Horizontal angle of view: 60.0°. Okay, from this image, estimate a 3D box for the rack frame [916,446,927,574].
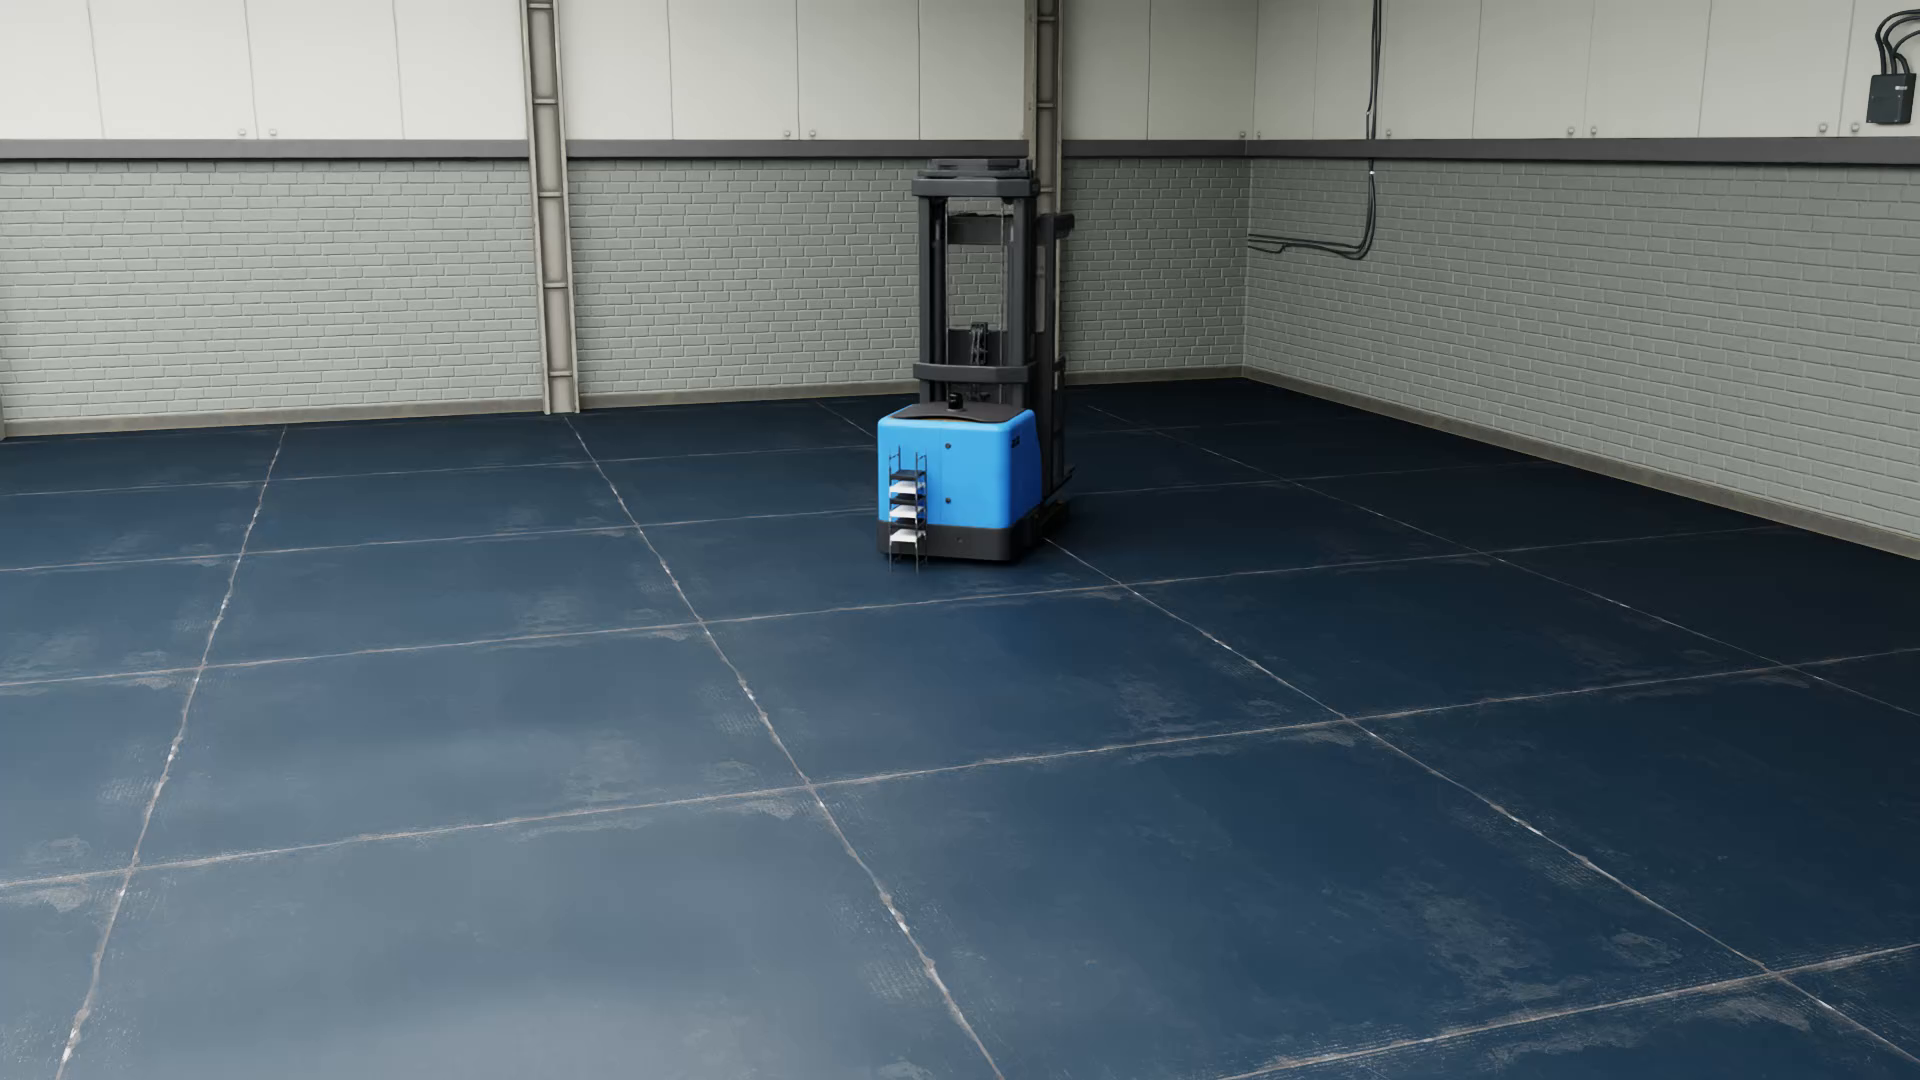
[{"bbox_3d":[-0.281,-0.218,12.112,0.006,0.900,0.240,4,14,16],"label":"rack frame"}]

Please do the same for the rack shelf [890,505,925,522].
[{"bbox_3d":[-0.378,-0.192,12.148,0.200,0.077,0.258,4,14,16],"label":"rack shelf"}]

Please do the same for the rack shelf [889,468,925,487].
[{"bbox_3d":[-0.378,-0.455,12.085,0.200,0.077,0.258,4,14,16],"label":"rack shelf"}]

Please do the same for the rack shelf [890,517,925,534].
[{"bbox_3d":[-0.378,-0.104,12.169,0.200,0.077,0.258,4,14,16],"label":"rack shelf"}]

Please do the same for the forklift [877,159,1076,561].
[{"bbox_3d":[0.285,-1.568,13.402,1.130,2.935,3.031,4,14,16],"label":"forklift"}]

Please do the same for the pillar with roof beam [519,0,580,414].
[{"bbox_3d":[-3.291,-4.937,14.453,0.400,9.000,9.100,-4,14,-18],"label":"pillar with roof beam"}]

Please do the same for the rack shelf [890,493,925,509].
[{"bbox_3d":[-0.378,-0.280,12.127,0.200,0.077,0.258,4,14,16],"label":"rack shelf"}]

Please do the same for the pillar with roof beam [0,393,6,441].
[{"bbox_3d":[-8.977,-4.494,12.591,0.400,9.000,9.100,-4,14,-18],"label":"pillar with roof beam"}]

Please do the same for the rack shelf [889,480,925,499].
[{"bbox_3d":[-0.378,-0.367,12.106,0.200,0.077,0.258,4,14,16],"label":"rack shelf"}]

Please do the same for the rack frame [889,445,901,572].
[{"bbox_3d":[-0.475,-0.231,12.168,0.006,0.900,0.240,4,14,16],"label":"rack frame"}]

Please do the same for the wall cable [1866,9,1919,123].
[{"bbox_3d":[7.250,-5.823,10.827,0.169,6.003,2.305,-4,14,-18],"label":"wall cable"}]

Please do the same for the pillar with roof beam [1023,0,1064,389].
[{"bbox_3d":[2.396,-5.380,16.315,0.400,9.000,9.100,-4,14,-18],"label":"pillar with roof beam"}]

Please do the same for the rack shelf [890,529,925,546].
[{"bbox_3d":[-0.378,-0.017,12.190,0.200,0.077,0.258,4,14,16],"label":"rack shelf"}]

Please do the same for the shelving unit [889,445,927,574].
[{"bbox_3d":[-0.378,-0.224,12.140,0.210,0.900,0.258,4,14,16],"label":"shelving unit"}]

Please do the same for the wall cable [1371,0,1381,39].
[{"bbox_3d":[5.100,-6.605,17.259,0.112,2.526,3.097,-4,14,-18],"label":"wall cable"}]

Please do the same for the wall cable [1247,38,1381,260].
[{"bbox_3d":[4.237,-4.741,20.338,0.112,2.526,3.097,-4,14,-18],"label":"wall cable"}]
